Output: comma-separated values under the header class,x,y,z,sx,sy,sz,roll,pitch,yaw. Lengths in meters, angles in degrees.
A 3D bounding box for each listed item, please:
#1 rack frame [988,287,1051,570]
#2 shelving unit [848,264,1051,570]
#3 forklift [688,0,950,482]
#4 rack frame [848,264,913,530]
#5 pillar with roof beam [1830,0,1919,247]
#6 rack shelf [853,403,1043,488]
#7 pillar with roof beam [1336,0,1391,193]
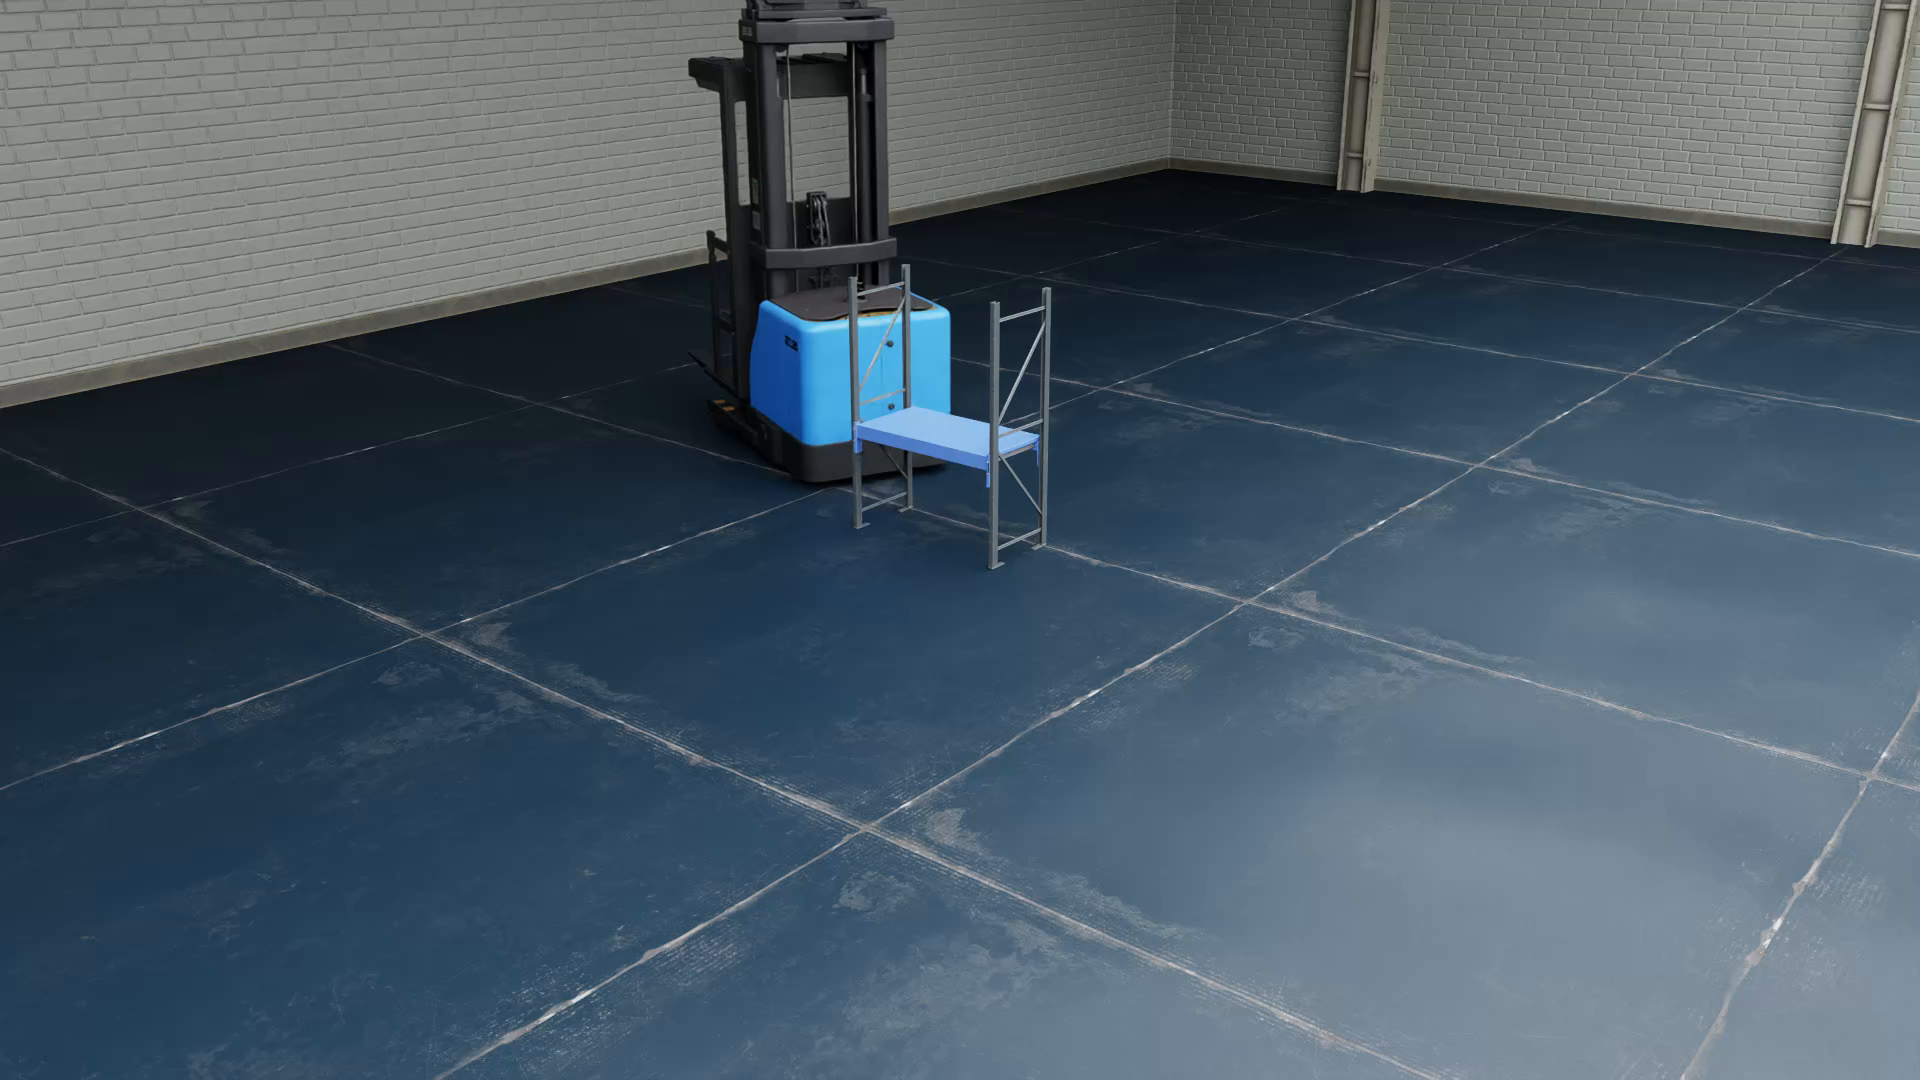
class,x,y,z,sx,sy,sz,roll,pitch,yaw
rack frame,0.328,-0.607,9.153,0.032,1.500,0.500,16,26,36
shelving unit,-0.066,-0.721,9.454,1.048,1.500,0.538,16,26,36
forklift,-1.151,-2.213,11.382,1.130,2.935,3.031,-10,23,-24
rack frame,-0.460,-0.834,9.755,0.032,1.500,0.500,16,26,36
pillar with roof beam,7.133,-6.307,13.640,0.400,9.000,9.100,16,26,36
rack shelf,-0.066,-0.552,9.517,1.000,0.185,0.538,16,26,36
pillar with roof beam,2.484,-7.646,17.190,0.400,9.000,9.100,16,26,36
